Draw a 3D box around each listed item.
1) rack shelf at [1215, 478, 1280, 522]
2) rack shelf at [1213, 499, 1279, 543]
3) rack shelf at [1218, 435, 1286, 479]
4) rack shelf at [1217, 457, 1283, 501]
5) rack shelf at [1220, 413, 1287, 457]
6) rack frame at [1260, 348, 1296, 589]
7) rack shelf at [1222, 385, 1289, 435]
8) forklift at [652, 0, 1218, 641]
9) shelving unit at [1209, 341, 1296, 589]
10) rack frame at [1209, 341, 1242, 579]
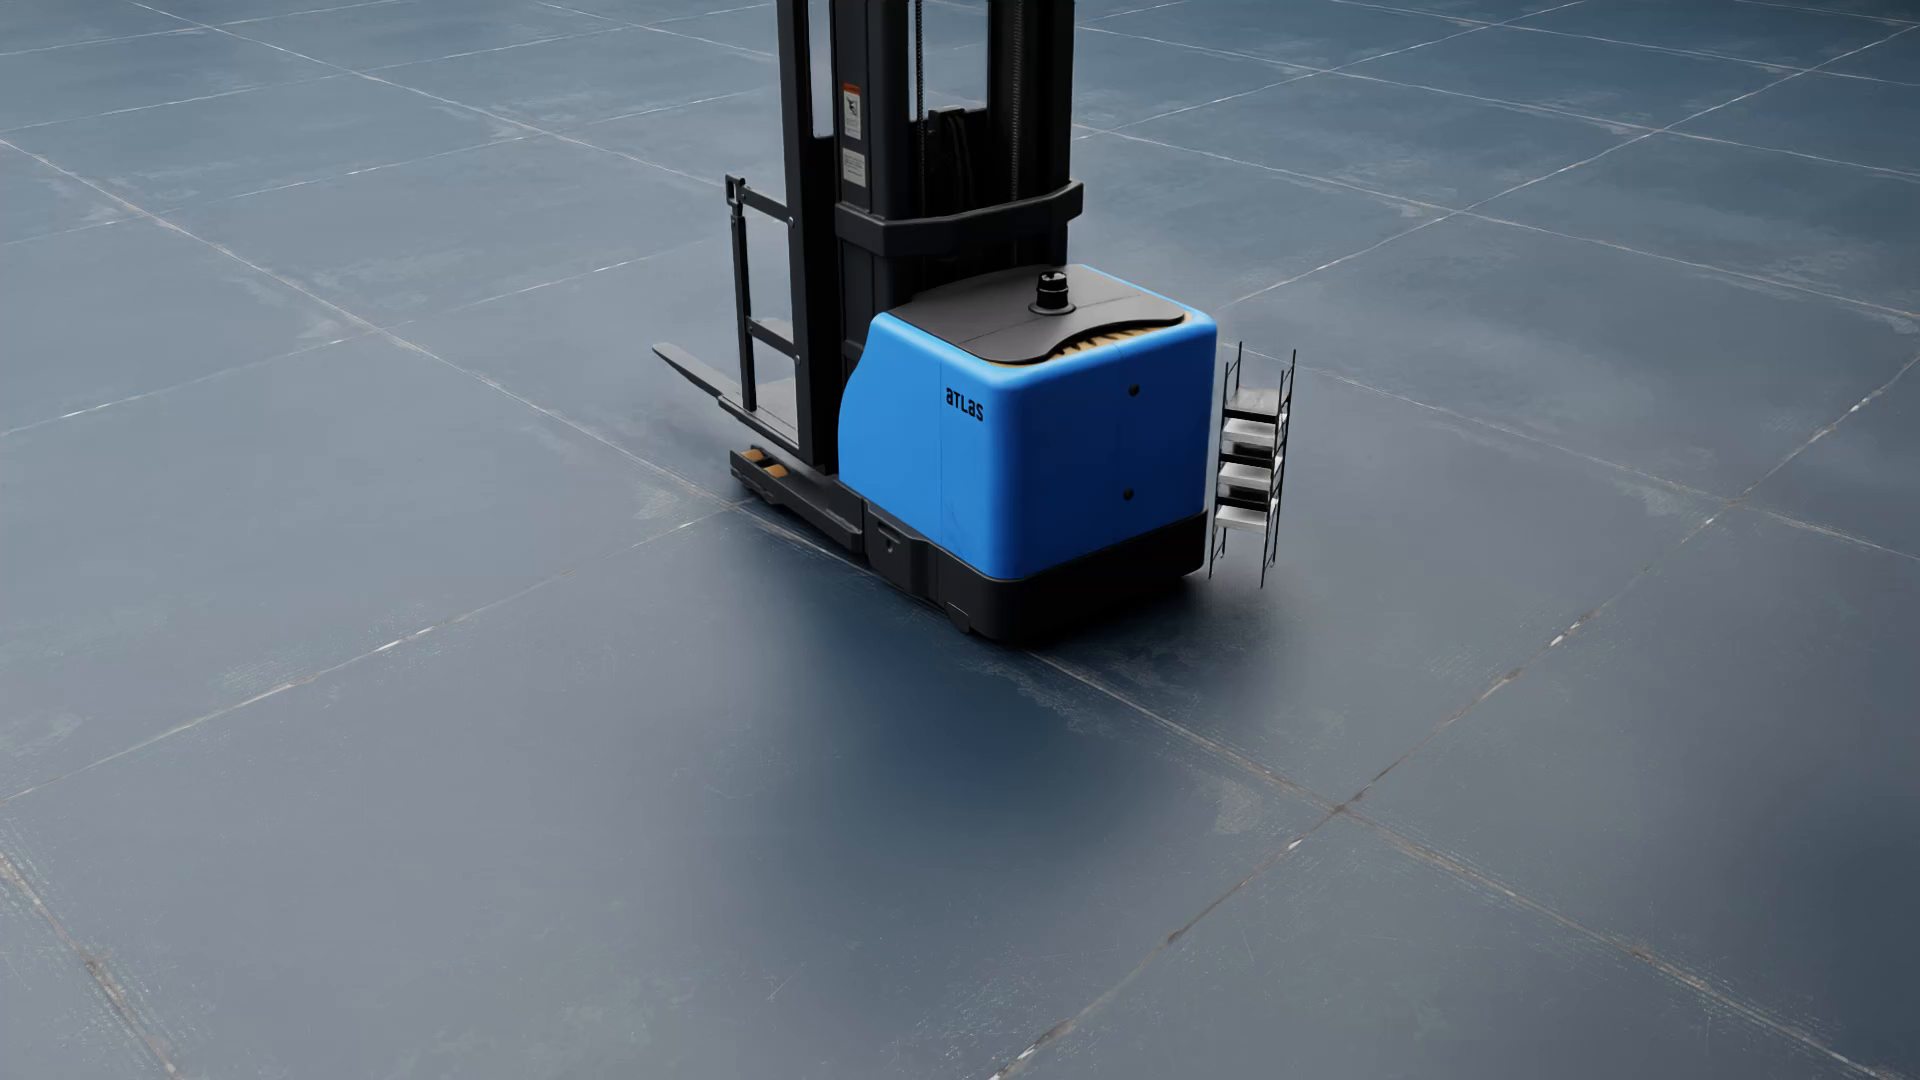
[{"bbox_3d":[1.107,-0.172,6.375,0.200,0.077,0.258,10,29,19],"label":"rack shelf"},{"bbox_3d":[1.107,-0.092,6.416,0.200,0.077,0.258,10,29,19],"label":"rack shelf"},{"bbox_3d":[1.107,-0.331,6.291,0.200,0.077,0.258,10,29,19],"label":"rack shelf"},{"bbox_3d":[1.107,-0.251,6.333,0.200,0.077,0.258,10,29,19],"label":"rack shelf"},{"bbox_3d":[1.107,-0.411,6.249,0.200,0.077,0.258,10,29,19],"label":"rack shelf"},{"bbox_3d":[1.202,-0.264,6.284,0.006,0.900,0.240,10,29,19],"label":"rack frame"},{"bbox_3d":[1.107,-0.490,6.207,0.200,0.077,0.258,10,29,19],"label":"rack shelf"},{"bbox_3d":[-0.331,-1.568,6.582,1.130,2.935,3.031,-19,33,-32],"label":"forklift"},{"bbox_3d":[1.107,-0.281,6.317,0.210,0.900,0.258,10,29,19],"label":"shelving unit"},{"bbox_3d":[1.013,-0.298,6.350,0.006,0.900,0.240,10,29,19],"label":"rack frame"}]
